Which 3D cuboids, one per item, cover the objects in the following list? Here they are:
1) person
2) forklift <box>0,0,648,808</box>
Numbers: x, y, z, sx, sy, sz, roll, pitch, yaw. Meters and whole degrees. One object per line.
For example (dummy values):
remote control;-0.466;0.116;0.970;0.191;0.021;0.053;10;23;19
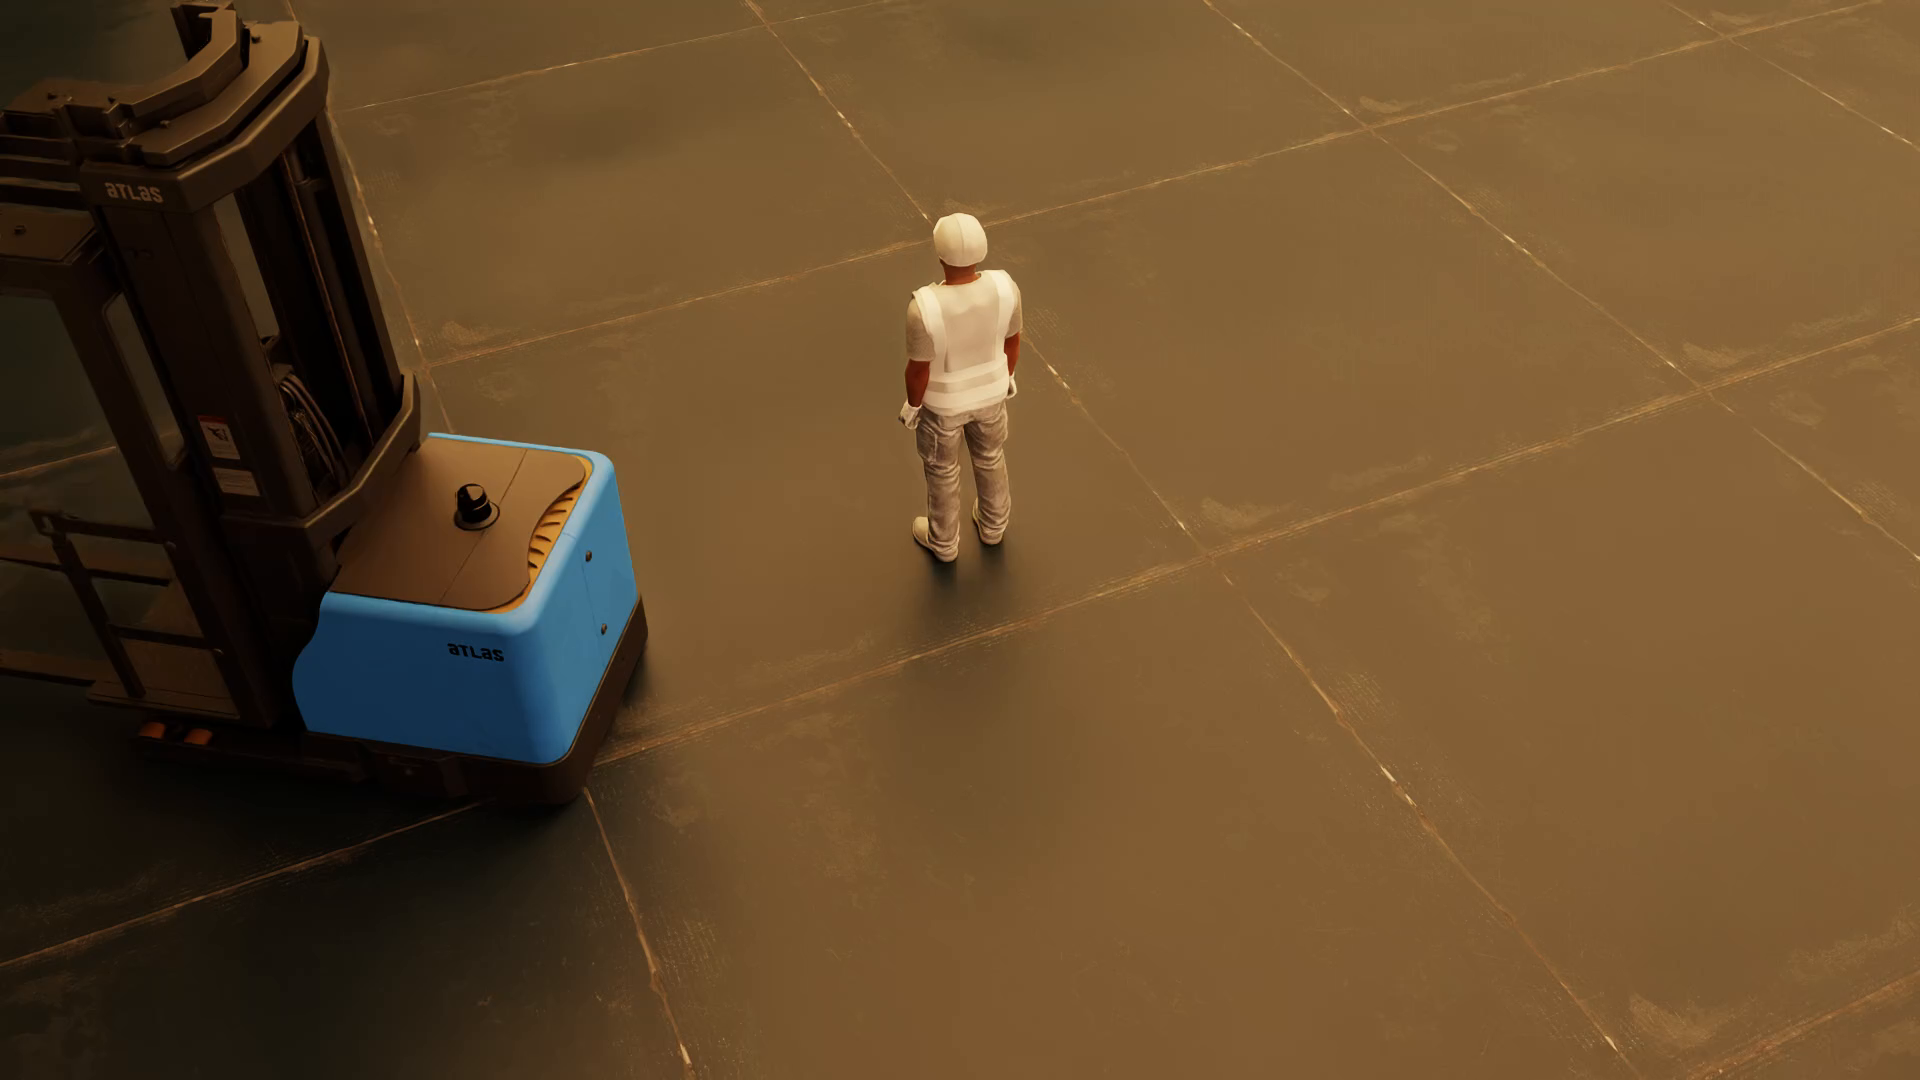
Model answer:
person;-0.012;-0.652;7.219;0.542;1.789;0.382;-18;46;-18
forklift;-2.932;-0.489;6.204;3.031;2.935;1.130;7;43;7
